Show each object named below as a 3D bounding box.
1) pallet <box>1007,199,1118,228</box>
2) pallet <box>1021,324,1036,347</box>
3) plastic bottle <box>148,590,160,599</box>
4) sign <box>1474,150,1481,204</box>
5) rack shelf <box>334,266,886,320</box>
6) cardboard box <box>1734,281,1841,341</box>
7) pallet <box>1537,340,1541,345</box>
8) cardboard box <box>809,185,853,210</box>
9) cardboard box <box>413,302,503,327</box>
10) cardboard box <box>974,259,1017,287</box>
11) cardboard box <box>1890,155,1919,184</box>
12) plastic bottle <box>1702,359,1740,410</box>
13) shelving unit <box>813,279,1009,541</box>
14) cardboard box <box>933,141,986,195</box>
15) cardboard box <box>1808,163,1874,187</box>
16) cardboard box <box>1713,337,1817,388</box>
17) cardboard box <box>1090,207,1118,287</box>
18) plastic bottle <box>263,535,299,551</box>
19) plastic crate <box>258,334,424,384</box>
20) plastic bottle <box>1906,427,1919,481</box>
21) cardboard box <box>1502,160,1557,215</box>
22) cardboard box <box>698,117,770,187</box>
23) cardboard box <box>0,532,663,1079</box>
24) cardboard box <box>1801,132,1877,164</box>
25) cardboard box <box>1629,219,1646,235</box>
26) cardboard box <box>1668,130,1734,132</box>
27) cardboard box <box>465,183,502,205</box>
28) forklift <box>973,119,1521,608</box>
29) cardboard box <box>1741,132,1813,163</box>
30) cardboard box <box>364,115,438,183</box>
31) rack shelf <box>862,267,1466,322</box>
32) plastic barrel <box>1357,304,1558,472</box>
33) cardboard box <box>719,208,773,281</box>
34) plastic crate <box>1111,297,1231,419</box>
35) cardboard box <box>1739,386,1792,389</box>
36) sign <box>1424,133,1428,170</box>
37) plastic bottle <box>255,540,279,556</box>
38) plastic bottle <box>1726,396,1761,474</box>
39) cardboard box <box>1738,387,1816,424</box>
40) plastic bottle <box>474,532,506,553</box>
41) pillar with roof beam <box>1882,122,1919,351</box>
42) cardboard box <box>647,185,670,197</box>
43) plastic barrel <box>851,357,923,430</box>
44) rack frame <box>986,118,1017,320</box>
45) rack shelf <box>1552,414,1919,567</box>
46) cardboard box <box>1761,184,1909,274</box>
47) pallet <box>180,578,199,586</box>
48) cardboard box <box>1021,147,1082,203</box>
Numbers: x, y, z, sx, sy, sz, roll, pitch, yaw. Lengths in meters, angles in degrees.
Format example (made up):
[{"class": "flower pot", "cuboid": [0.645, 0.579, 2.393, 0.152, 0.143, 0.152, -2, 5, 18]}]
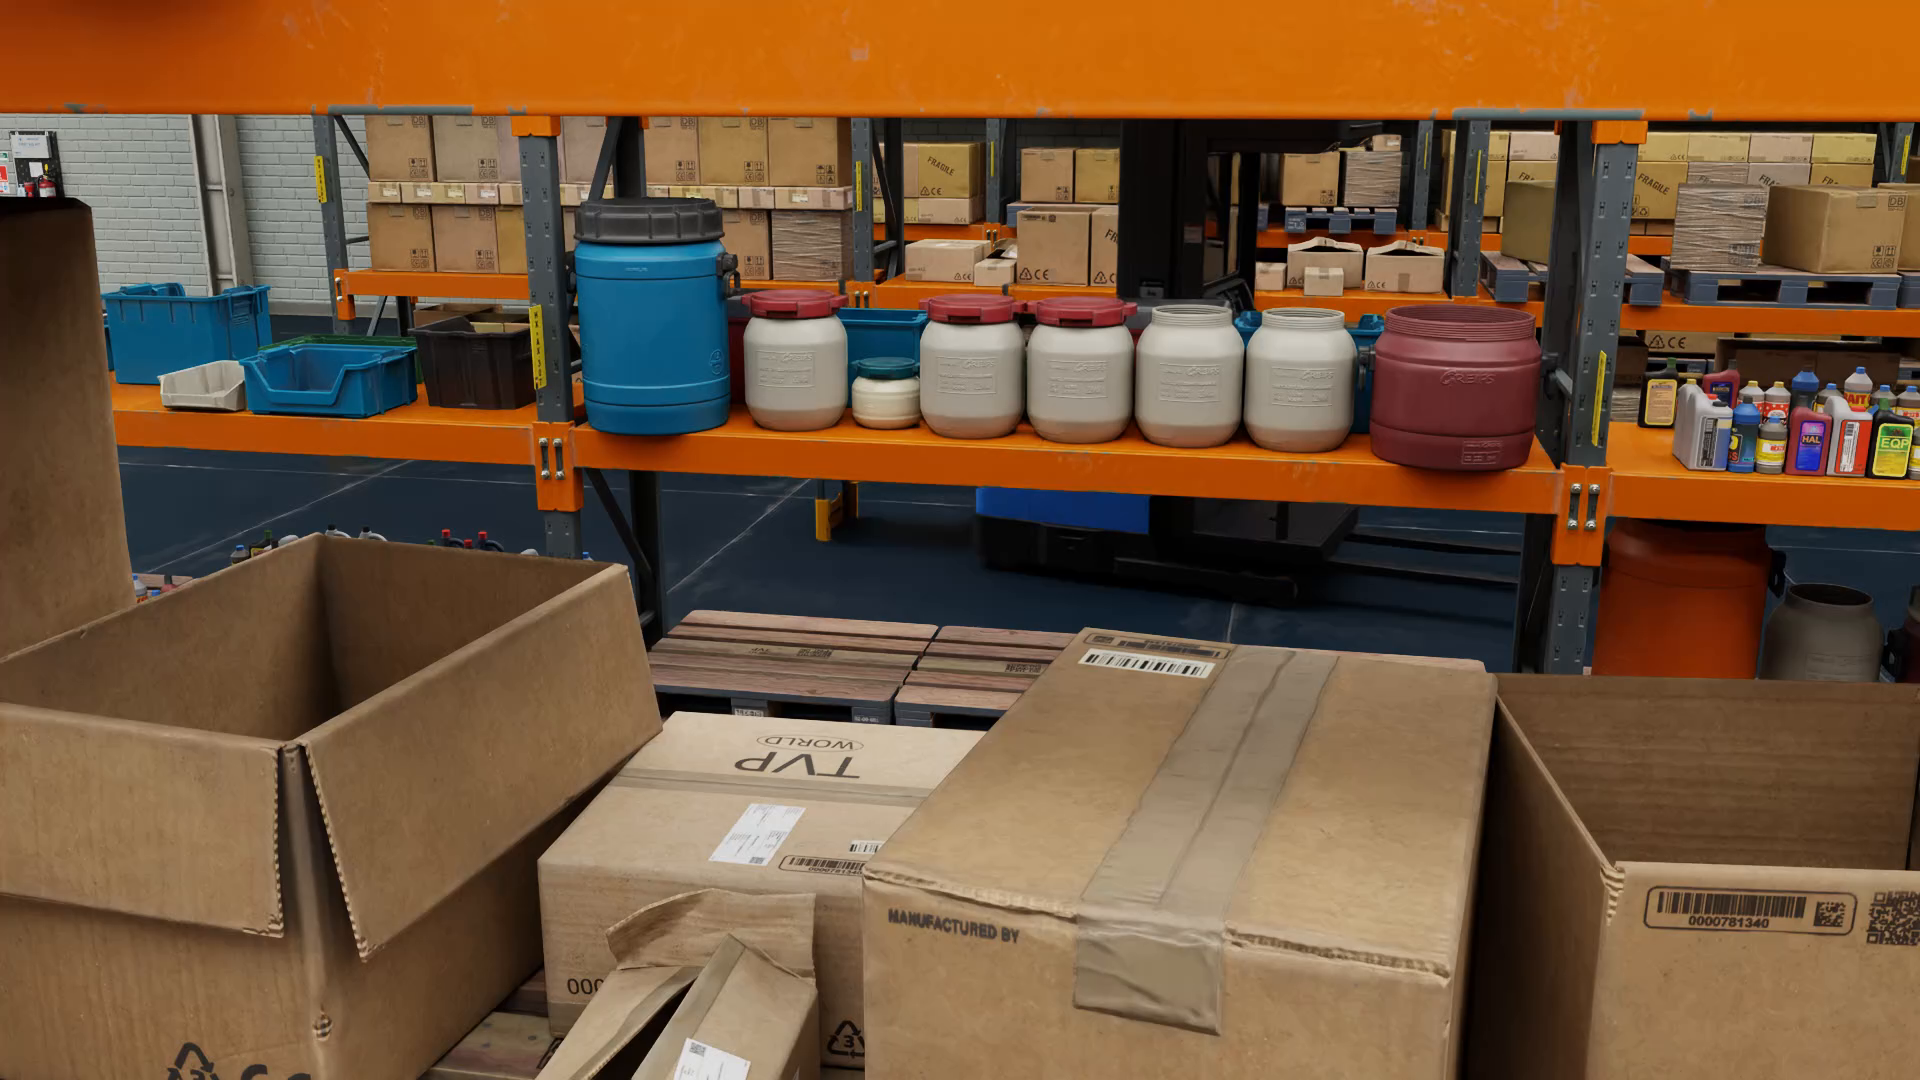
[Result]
[{"class": "pallet", "cuboid": [1.132, -3.199, 16.280, 1.213, 0.211, 1.003, 3, 16, 11]}, {"class": "pallet", "cuboid": [1.175, -1.985, 16.763, 1.213, 0.211, 1.003, 3, 16, 11]}, {"class": "plastic bottle", "cuboid": [-3.666, 0.329, 7.604, 0.097, 0.201, 0.097, 0, 15, 0]}, {"class": "sign", "cuboid": [3.241, -2.274, 10.413, 0.005, 0.325, 0.100, 3, 16, 11]}, {"class": "rack shelf", "cuboid": [-2.531, -1.834, 12.340, 4.000, 0.370, 1.077, 3, 16, 11]}, {"class": "cardboard box", "cuboid": [7.589, -2.111, 15.236, 0.750, 0.750, 0.750, 3, 16, 12]}, {"class": "pallet", "cuboid": [5.089, -1.752, 15.920, 1.213, 0.211, 1.003, 3, 16, 11]}, {"class": "cardboard box", "cuboid": [-0.881, -2.393, 11.610, 0.250, 0.149, 0.380, 3, 16, 11]}, {"class": "cardboard box", "cuboid": [-3.906, -1.575, 13.017, 0.500, 0.500, 0.500, 3, 16, 11]}, {"class": "cardboard box", "cuboid": [0.256, -1.852, 11.530, 0.250, 0.149, 0.380, 3, 16, 11]}, {"class": "cardboard box", "cuboid": [8.780, -3.056, 14.843, 0.700, 0.700, 0.980, 3, 16, 12]}, {"class": "plastic bottle", "cuboid": [3.065, -0.587, 6.711, 0.133, 0.283, 0.061, 3, 16, 11]}, {"class": "shelving unit", "cuboid": [-0.273, -0.761, 9.929, 1.083, 1.500, 0.587, 4, 16, 14]}, {"class": "cardboard box", "cuboid": [-0.007, -3.748, 16.744, 0.500, 0.500, 0.500, 3, 16, 10]}, {"class": "cardboard box", "cuboid": [7.749, -3.104, 14.798, 0.500, 0.500, 0.500, 3, 16, 10]}, {"class": "cardboard box", "cuboid": [5.371, -1.186, 11.109, 0.500, 0.250, 0.500, 3, 16, 10]}, {"class": "cardboard box", "cuboid": [1.185, -2.022, 11.486, 0.500, 0.500, 0.500, 3, 16, 11]}, {"class": "plastic bottle", "cuboid": [-3.353, 0.113, 8.243, 0.135, 0.276, 0.152, 3, 16, 12]}, {"class": "plastic crate", "cuboid": [-2.836, -0.822, 7.738, 0.662, 0.188, 0.450, 3, 16, 11]}, {"class": "plastic bottle", "cuboid": [3.410, -0.317, 5.890, 0.097, 0.201, 0.097, 0, 15, 0]}, {"class": "cardboard box", "cuboid": [5.268, -3.235, 15.271, 0.500, 0.500, 0.500, 4, 16, 13]}, {"class": "cardboard box", "cuboid": [-1.503, -2.796, 11.849, 0.500, 0.500, 0.700, 3, 16, 11]}, {"class": "cardboard box", "cuboid": [-0.832, 0.333, 2.190, 0.637, 0.503, 0.797, 5, 16, 17]}, {"class": "cardboard box", "cuboid": [7.743, -3.465, 14.695, 0.500, 0.250, 0.500, 4, 16, 12]}, {"class": "cardboard box", "cuboid": [6.114, -2.889, 15.235, 0.250, 0.149, 0.380, 3, 16, 11]}, {"class": "cardboard box", "cuboid": [6.846, -3.651, 15.367, 0.500, 0.250, 0.500, 3, 16, 9]}, {"class": "cardboard box", "cuboid": [-3.399, -2.529, 12.102, 0.250, 0.149, 0.380, 3, 16, 10]}, {"class": "forklift", "cuboid": [1.636, -1.220, 8.904, 3.031, 2.935, 1.130, 7, 17, 23]}, {"class": "cardboard box", "cuboid": [7.244, -3.495, 14.802, 0.500, 0.250, 0.500, 3, 16, 12]}, {"class": "cardboard box", "cuboid": [-3.984, -2.929, 12.330, 0.500, 0.500, 0.700, 3, 16, 11]}, {"class": "rack shelf", "cuboid": [1.388, -1.621, 11.572, 4.000, 0.370, 1.077, 3, 16, 11]}, {"class": "plastic barrel", "cuboid": [1.842, -0.577, 6.200, 0.708, 0.536, 0.600, 3, 16, 11]}, {"class": "cardboard box", "cuboid": [-1.526, -2.170, 12.021, 0.500, 0.500, 0.700, 3, 16, 11]}, {"class": "plastic crate", "cuboid": [0.835, -0.762, 7.006, 0.583, 0.464, 0.402, 3, 16, 11]}, {"class": "cardboard box", "cuboid": [5.334, -0.826, 11.214, 0.500, 0.500, 0.500, 3, 16, 9]}, {"class": "sign", "cuboid": [4.233, -3.535, 15.113, 0.005, 0.325, 0.100, 3, 16, 11]}, {"class": "plastic bottle", "cuboid": [-3.374, 0.137, 8.141, 0.133, 0.283, 0.061, 3, 16, 11]}, {"class": "plastic bottle", "cuboid": [2.825, -0.383, 5.995, 0.097, 0.271, 0.097, 0, 15, 0]}, {"class": "cardboard box", "cuboid": [5.255, -0.689, 10.718, 0.500, 0.500, 0.500, 3, 16, 9]}, {"class": "plastic bottle", "cuboid": [-2.270, 0.135, 8.025, 0.185, 0.351, 0.144, 4, 16, 13]}, {"class": "pillar with roof beam", "cuboid": [8.252, -4.898, 10.819, 0.400, 9.000, 9.100, 3, 16, 11]}, {"class": "cardboard box", "cuboid": [-2.125, -2.461, 11.855, 0.250, 0.149, 0.380, 4, 16, 13]}, {"class": "plastic barrel", "cuboid": [-0.296, -0.601, 6.802, 0.301, 0.262, 0.301, 0, 15, 0]}, {"class": "rack frame", "cuboid": [0.412, -3.370, 16.539, 0.127, 3.000, 1.000, 3, 16, 11]}, {"class": "rack shelf", "cuboid": [4.317, -0.112, 6.127, 4.000, 0.370, 1.077, 3, 16, 11]}, {"class": "cardboard box", "cuboid": [5.524, -1.977, 10.535, 0.500, 0.500, 0.700, -1, 16, -3]}, {"class": "pallet", "cuboid": [-3.411, 0.455, 7.956, 1.213, 0.211, 1.003, 3, 16, 11]}, {"class": "cardboard box", "cuboid": [0.904, -3.594, 16.337, 0.500, 0.500, 0.700, 3, 16, 11]}]
